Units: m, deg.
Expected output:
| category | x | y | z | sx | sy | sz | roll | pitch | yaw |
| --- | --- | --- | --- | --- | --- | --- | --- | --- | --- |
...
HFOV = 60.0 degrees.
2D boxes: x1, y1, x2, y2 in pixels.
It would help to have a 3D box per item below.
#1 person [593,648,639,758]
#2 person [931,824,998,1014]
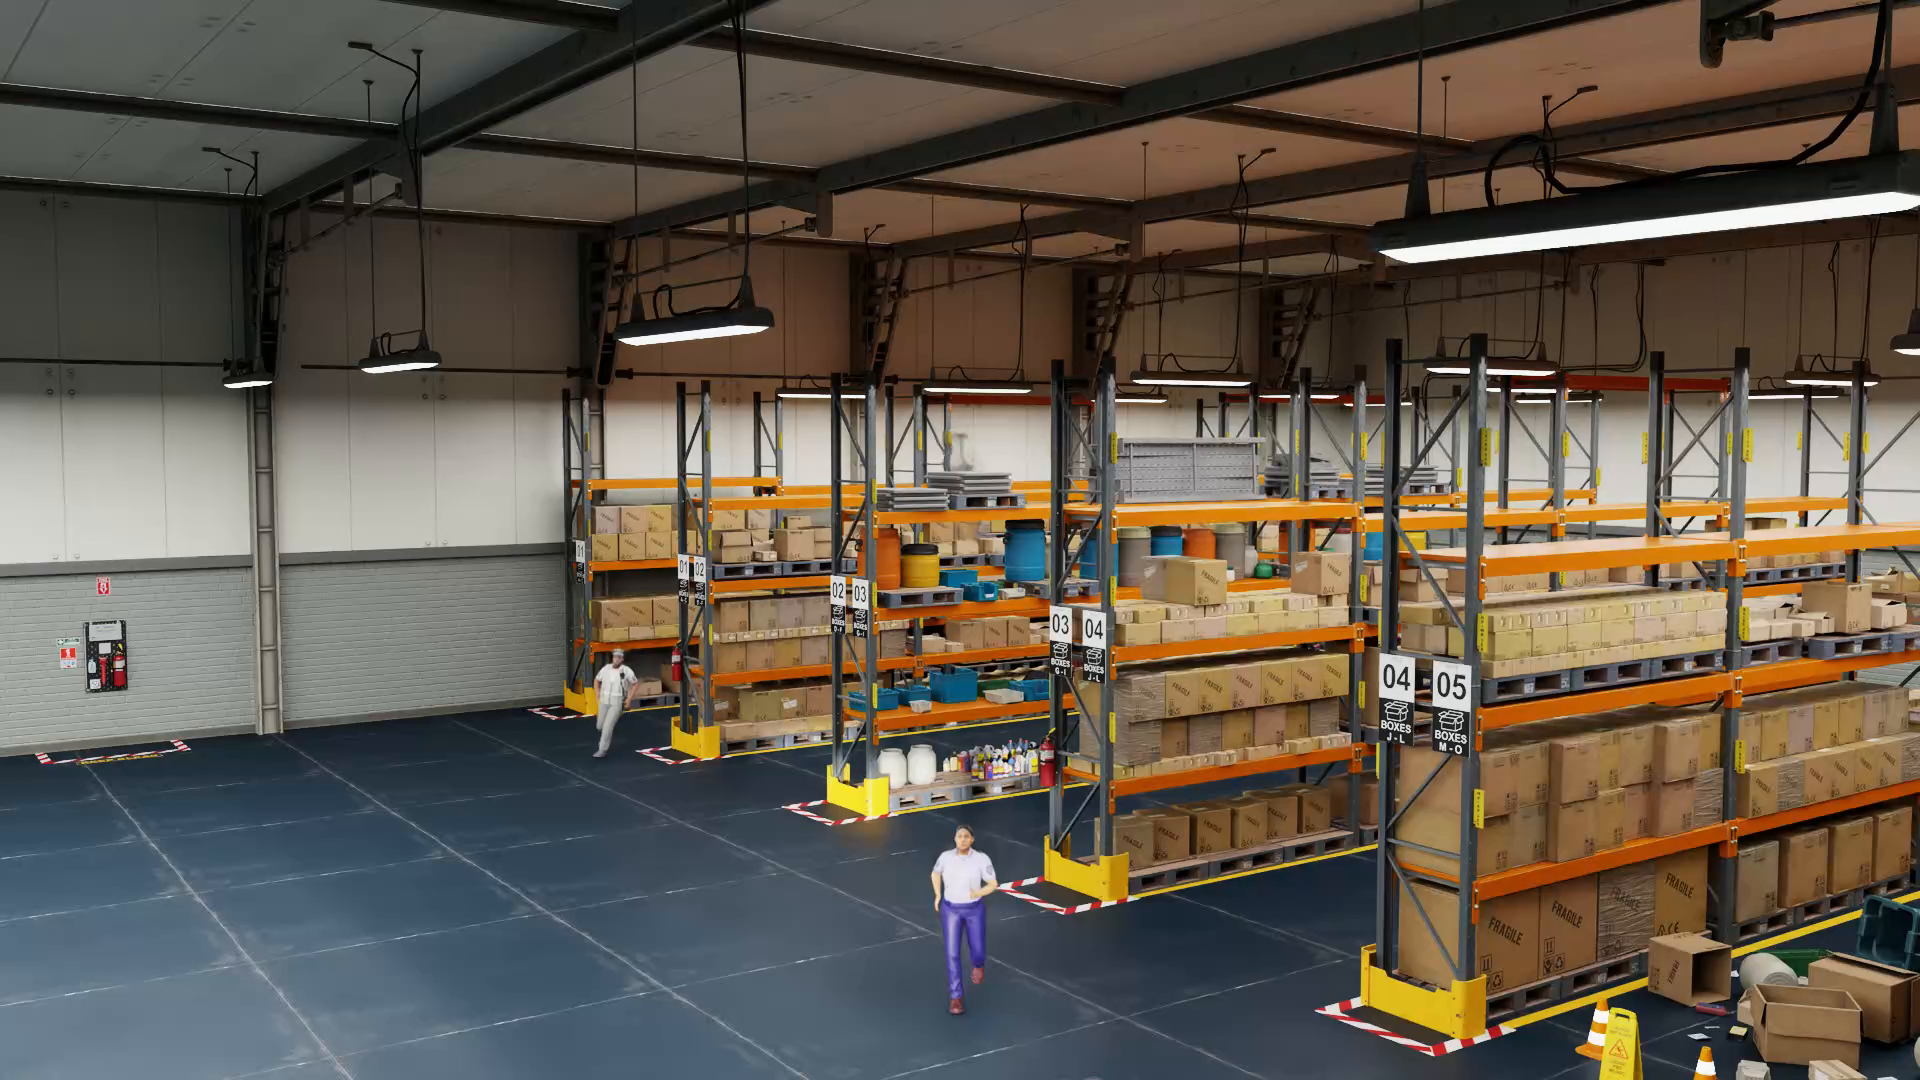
| category | x | y | z | sx | sy | sz | roll | pitch | yaw |
| --- | --- | --- | --- | --- | --- | --- | --- | --- | --- |
| person | -5.545 | 2.590 | 26.718 | 0.714 | 1.721 | 0.766 | 0 | 4 | 4 |
| person | 0.031 | 3.384 | 15.106 | 0.621 | 1.615 | 0.843 | 0 | 4 | 5 |
